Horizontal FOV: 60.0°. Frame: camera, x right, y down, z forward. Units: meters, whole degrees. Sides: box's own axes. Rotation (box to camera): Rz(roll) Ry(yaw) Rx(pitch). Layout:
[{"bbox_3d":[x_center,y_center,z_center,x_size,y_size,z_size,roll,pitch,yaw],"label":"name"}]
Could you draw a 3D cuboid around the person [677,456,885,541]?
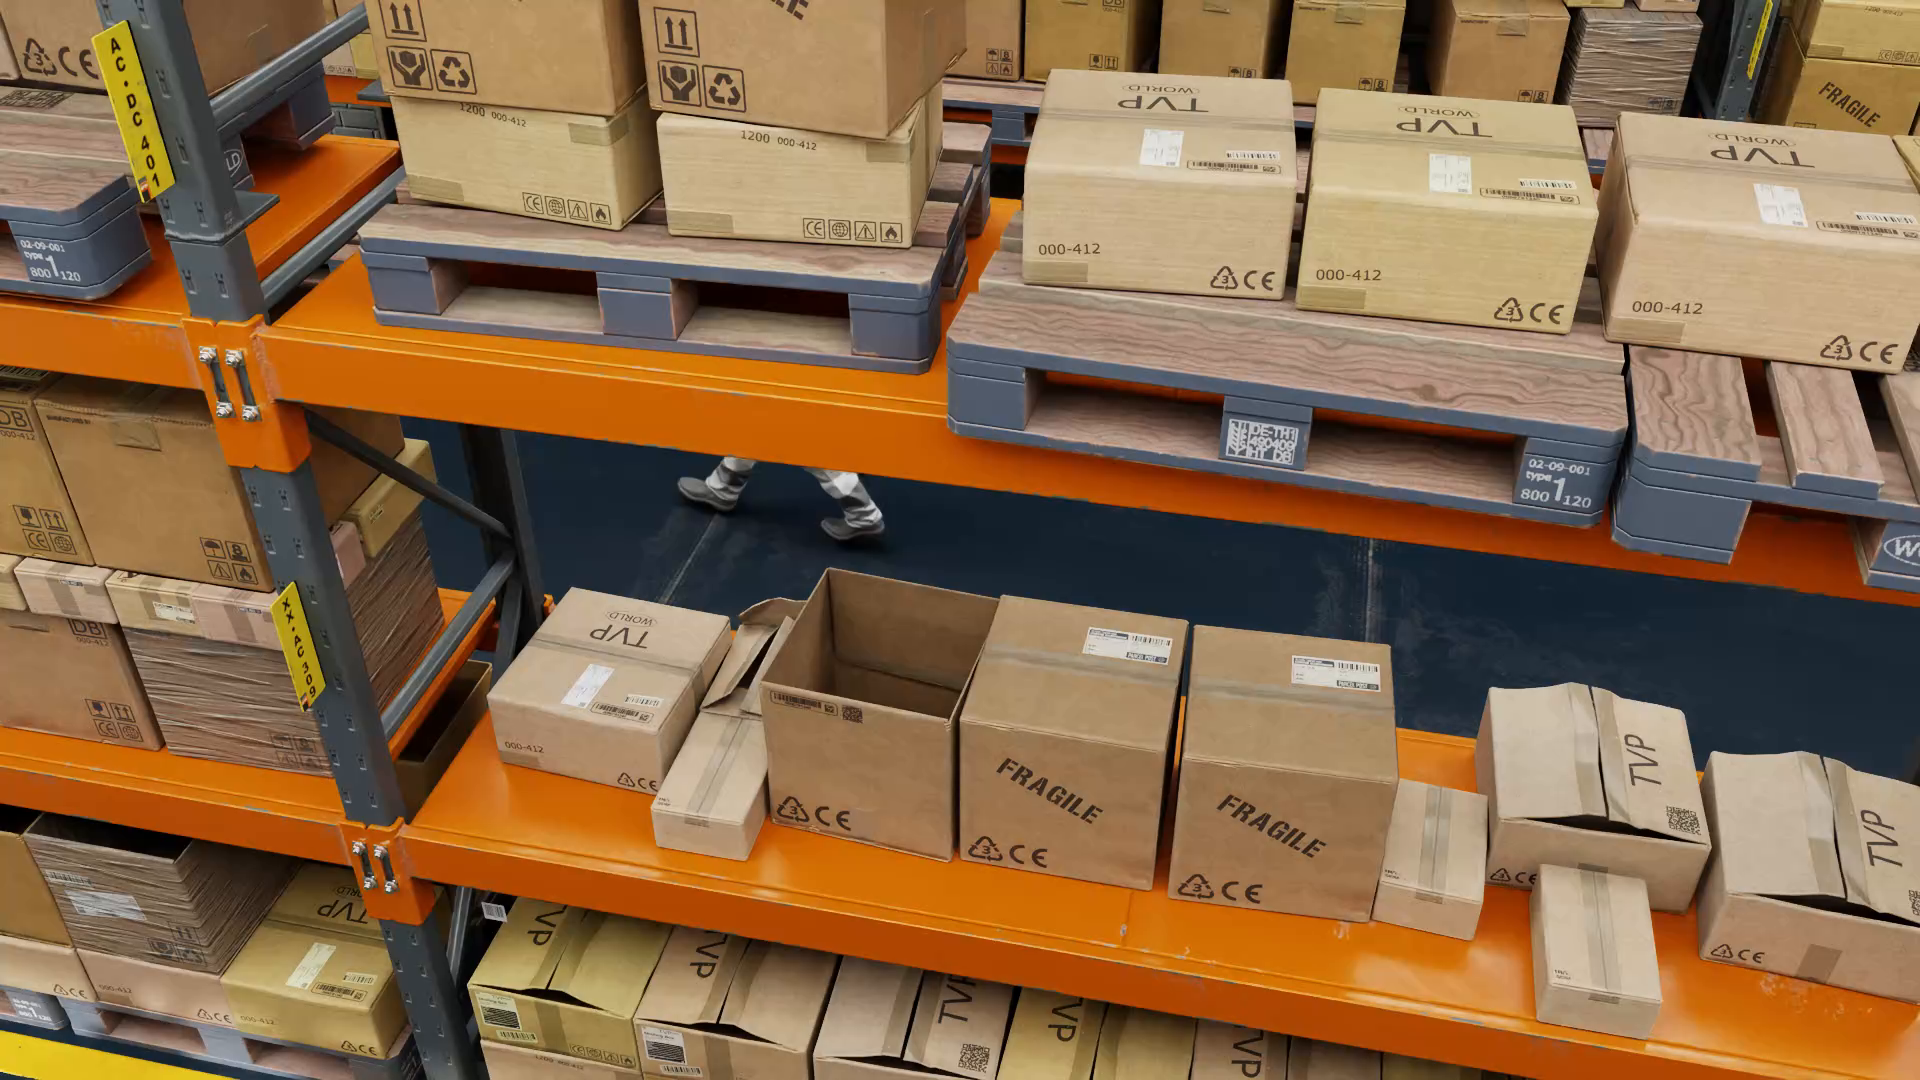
[{"bbox_3d":[-0.841,-0.771,7.178,1.043,1.749,0.543,6,37,8],"label":"person"}]
